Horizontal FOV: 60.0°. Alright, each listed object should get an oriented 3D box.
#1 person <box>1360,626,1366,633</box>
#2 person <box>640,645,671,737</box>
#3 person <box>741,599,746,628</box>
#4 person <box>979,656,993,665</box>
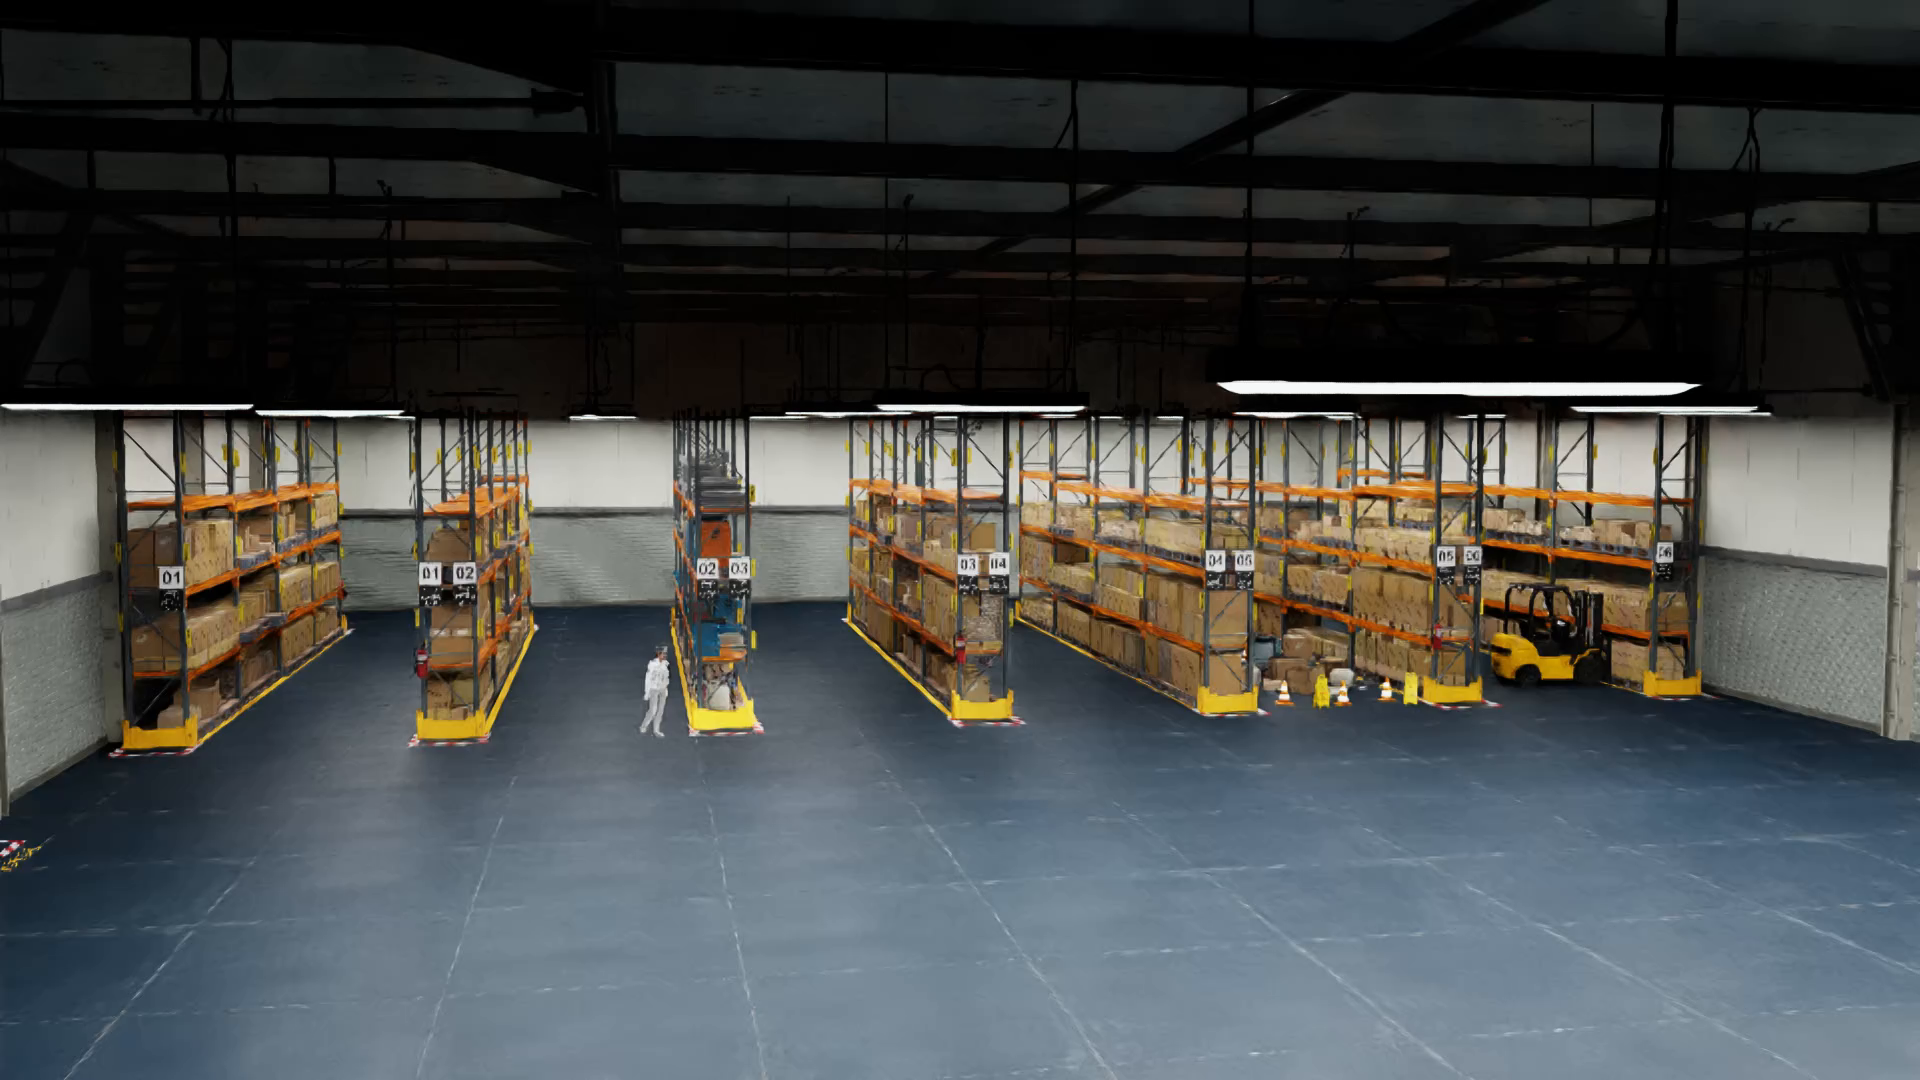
[{"bbox_3d":[10.488,1.767,43.154,0.585,1.748,0.653,1,4,18],"label":"person"},{"bbox_3d":[-5.557,2.738,30.316,0.518,1.671,0.538,4,5,42],"label":"person"},{"bbox_3d":[-6.027,1.588,46.133,0.364,1.682,0.582,-3,5,-33],"label":"person"},{"bbox_3d":[0.613,2.128,39.284,0.360,1.724,0.526,-3,5,-39],"label":"person"}]
